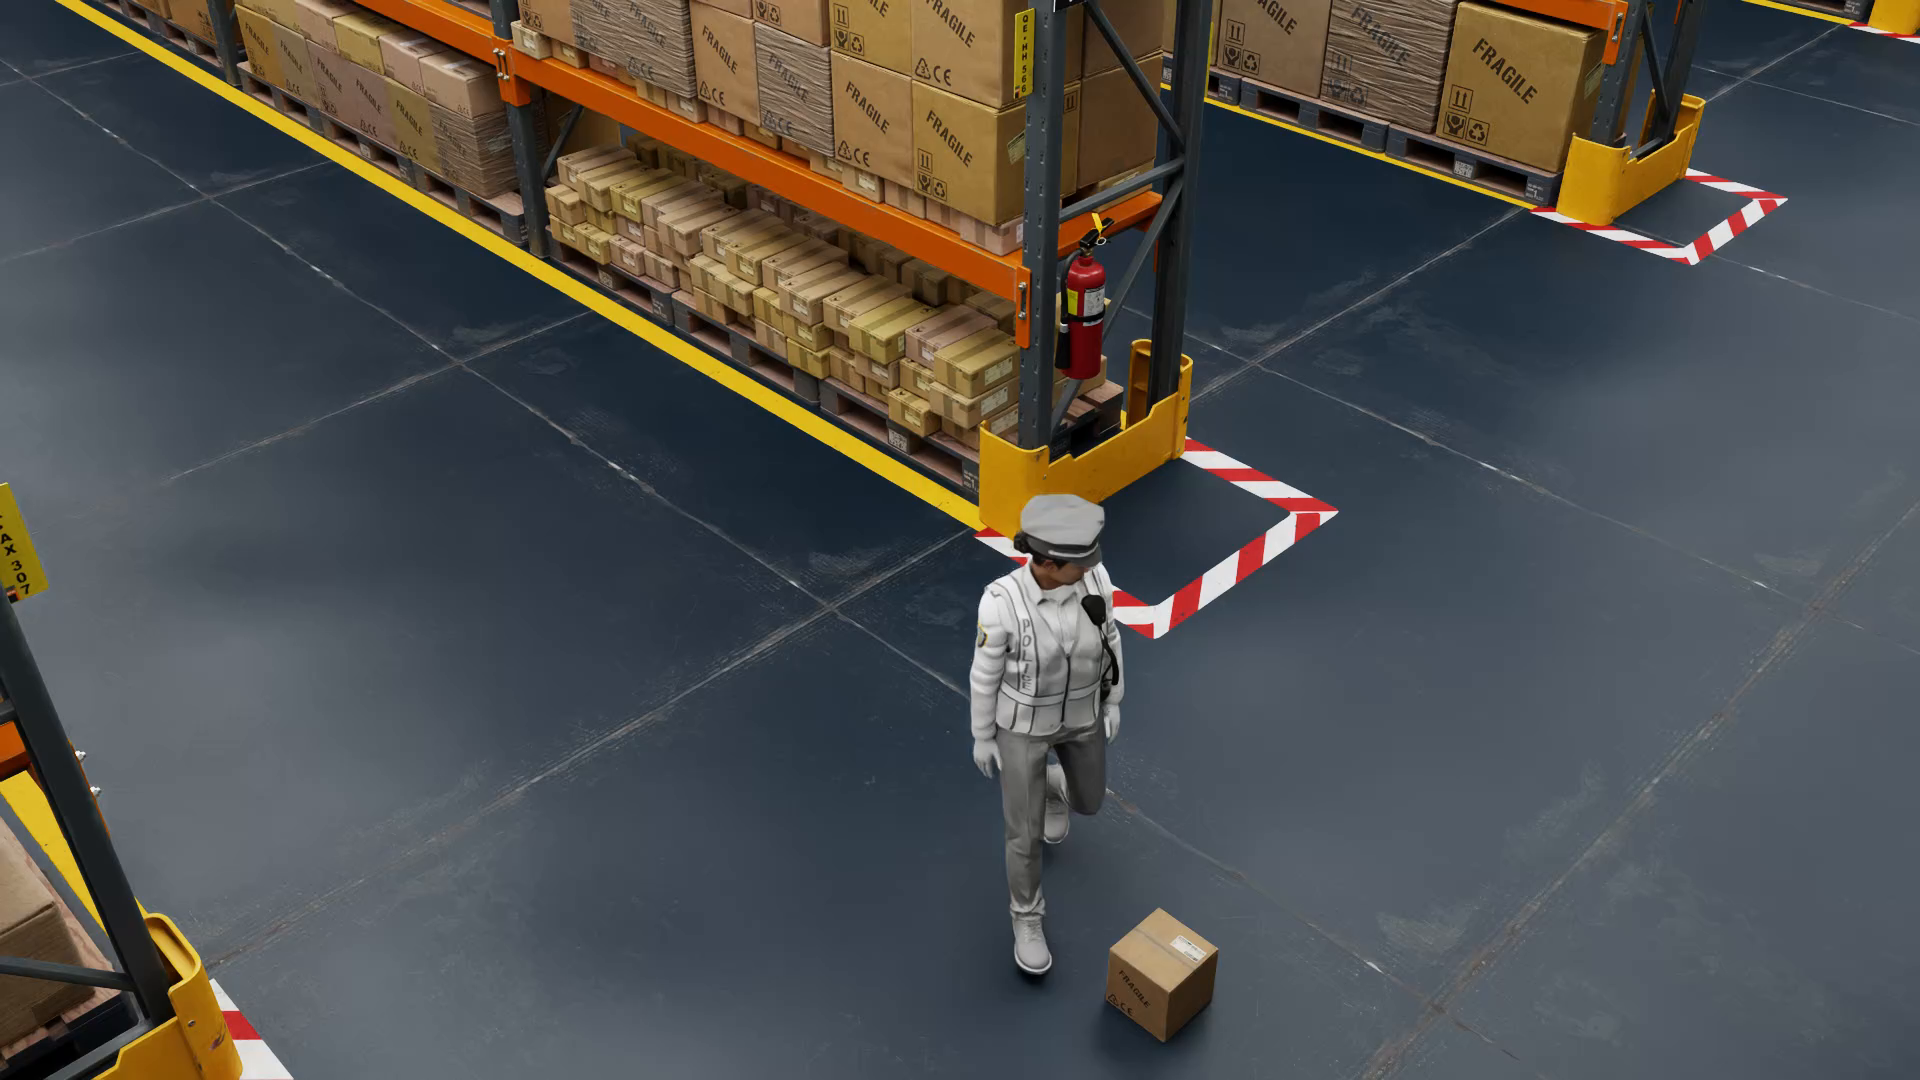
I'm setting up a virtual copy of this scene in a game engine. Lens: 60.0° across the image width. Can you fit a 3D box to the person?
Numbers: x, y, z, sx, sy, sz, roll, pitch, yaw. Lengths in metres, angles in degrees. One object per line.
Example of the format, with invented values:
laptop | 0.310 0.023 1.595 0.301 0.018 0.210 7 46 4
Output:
person | 0.281 0.558 5.347 0.522 1.643 0.734 -12 37 -17
